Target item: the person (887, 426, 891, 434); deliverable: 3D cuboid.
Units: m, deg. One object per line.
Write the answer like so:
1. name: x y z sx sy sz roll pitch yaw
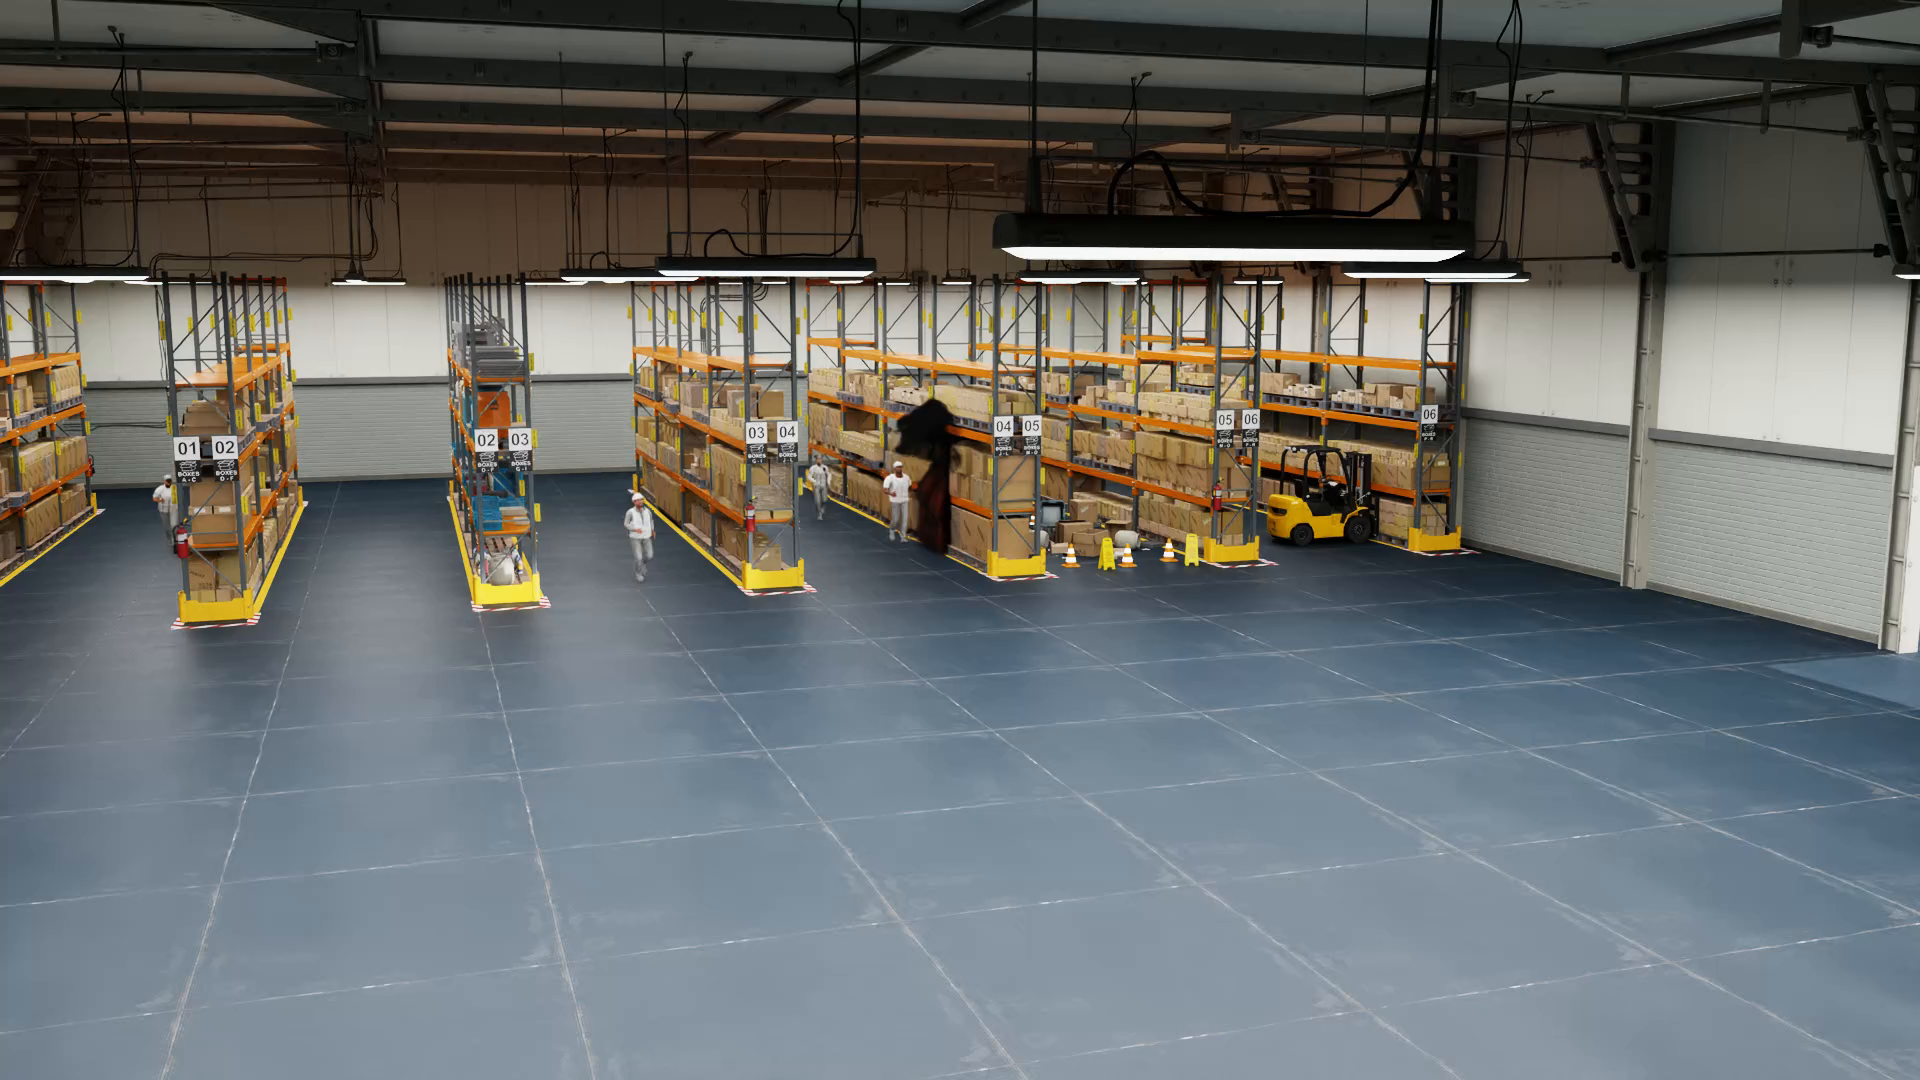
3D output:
1. person: -2.213 -2.651 50.280 0.662 1.592 0.506 -4 10 -26

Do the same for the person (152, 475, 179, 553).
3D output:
1. person: -17.387 -0.585 36.519 0.582 1.704 0.825 -4 9 -23

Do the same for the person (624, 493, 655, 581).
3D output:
1. person: -6.271 -0.056 32.728 0.653 1.731 0.569 -5 10 -31

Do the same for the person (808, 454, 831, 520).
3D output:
1. person: -3.483 -1.325 41.414 0.612 1.658 0.509 -2 9 -13

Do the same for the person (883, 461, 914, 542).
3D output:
1. person: -1.306 -0.825 35.875 0.714 1.751 0.725 -3 9 -21
